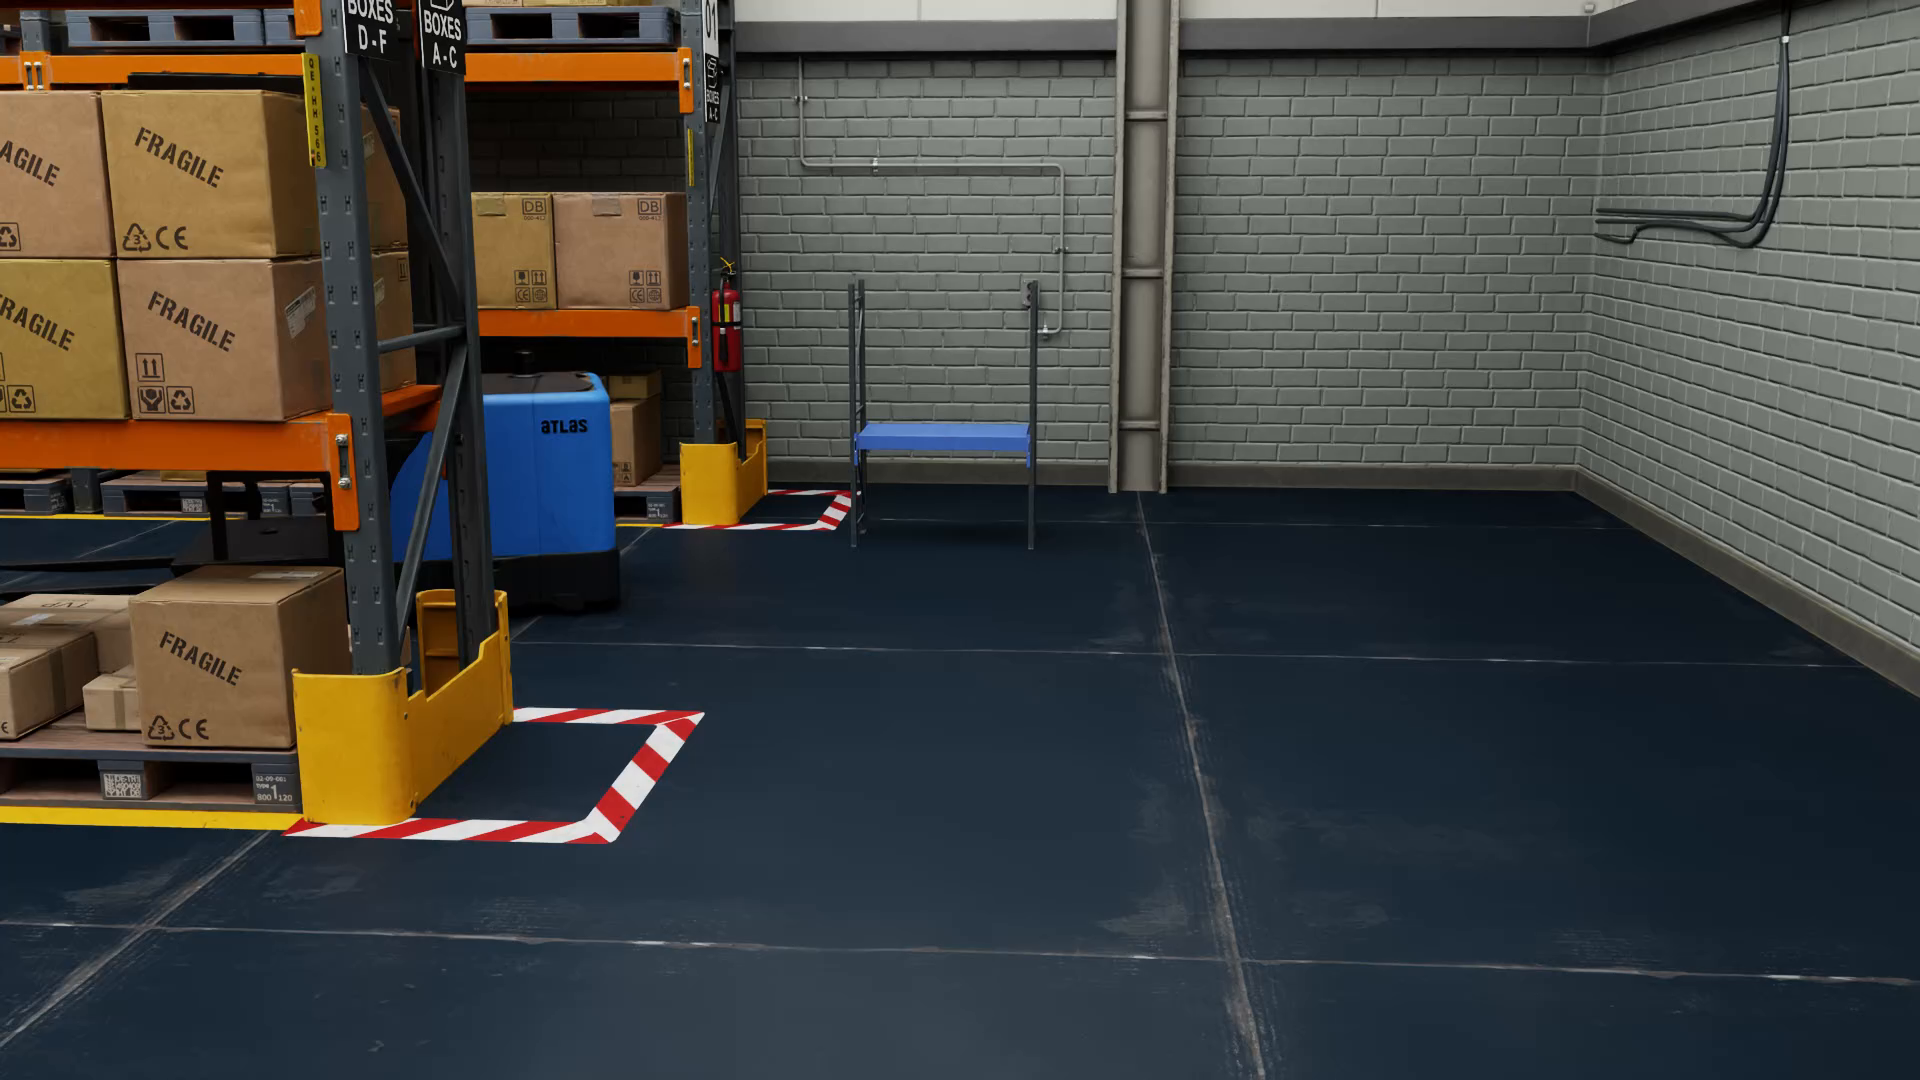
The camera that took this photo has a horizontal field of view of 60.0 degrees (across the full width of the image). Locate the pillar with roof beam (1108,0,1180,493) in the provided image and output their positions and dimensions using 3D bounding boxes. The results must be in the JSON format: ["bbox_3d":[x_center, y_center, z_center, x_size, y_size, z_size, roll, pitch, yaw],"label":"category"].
[{"bbox_3d":[0.932,-3.875,6.316,0.400,9.000,9.100,1,12,4],"label":"pillar with roof beam"}]

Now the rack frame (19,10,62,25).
[{"bbox_3d":[-5.524,-4.670,10.114,0.127,3.000,1.000,1,12,4],"label":"rack frame"}]

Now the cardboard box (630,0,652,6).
[{"bbox_3d":[-2.245,-3.388,10.409,0.500,0.250,0.500,1,12,7],"label":"cardboard box"}]

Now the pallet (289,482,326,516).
[{"bbox_3d":[-3.550,-0.326,10.810,1.213,0.211,1.003,1,12,4],"label":"pallet"}]

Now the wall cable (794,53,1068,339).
[{"bbox_3d":[-0.192,-2.352,11.202,1.851,1.984,0.084,1,12,4],"label":"wall cable"}]

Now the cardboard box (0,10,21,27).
[{"bbox_3d":[-6.394,-3.500,10.530,0.500,0.500,0.700,0,12,1],"label":"cardboard box"}]

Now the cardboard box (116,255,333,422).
[{"bbox_3d":[-2.325,-0.666,5.381,0.500,0.500,0.500,1,12,5],"label":"cardboard box"}]

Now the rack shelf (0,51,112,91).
[{"bbox_3d":[-7.519,-2.877,10.625,4.000,0.370,1.077,1,12,4],"label":"rack shelf"}]

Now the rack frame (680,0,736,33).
[{"bbox_3d":[-1.533,-4.615,9.852,0.127,3.000,1.000,1,12,4],"label":"rack frame"}]

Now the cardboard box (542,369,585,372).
[{"bbox_3d":[-2.605,-1.013,10.780,0.250,0.149,0.380,1,12,4],"label":"cardboard box"}]

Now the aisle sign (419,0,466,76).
[{"bbox_3d":[-1.772,-1.998,5.644,0.004,0.787,0.394,1,12,4],"label":"aisle sign"}]

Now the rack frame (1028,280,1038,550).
[{"bbox_3d":[0.422,-0.728,9.587,0.032,1.500,0.500,1,12,4],"label":"rack frame"}]

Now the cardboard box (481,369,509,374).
[{"bbox_3d":[-3.109,-1.020,10.813,0.250,0.149,0.380,1,12,5],"label":"cardboard box"}]

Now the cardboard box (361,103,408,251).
[{"bbox_3d":[-2.285,-1.265,5.802,0.500,0.500,0.500,1,12,5],"label":"cardboard box"}]

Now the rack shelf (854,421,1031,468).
[{"bbox_3d":[-0.085,-0.559,9.657,1.000,0.185,0.538,1,12,4],"label":"rack shelf"}]

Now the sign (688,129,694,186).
[{"bbox_3d":[-1.583,-2.251,9.795,0.005,0.325,0.100,1,12,4],"label":"sign"}]

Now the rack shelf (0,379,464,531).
[{"bbox_3d":[-3.855,-0.342,5.833,4.000,0.370,1.077,1,12,4],"label":"rack shelf"}]

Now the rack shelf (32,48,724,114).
[{"bbox_3d":[-3.528,-2.822,10.364,4.000,0.370,1.077,1,12,4],"label":"rack shelf"}]

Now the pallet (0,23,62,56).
[{"bbox_3d":[-6.442,-3.110,10.452,1.217,0.209,0.805,0,12,1],"label":"pallet"}]

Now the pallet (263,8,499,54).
[{"bbox_3d":[-3.494,-3.128,10.284,1.213,0.211,1.003,1,12,4],"label":"pallet"}]

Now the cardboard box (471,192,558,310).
[{"bbox_3d":[-2.769,-1.838,10.496,0.700,0.700,0.980,1,12,3],"label":"cardboard box"}]

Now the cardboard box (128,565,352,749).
[{"bbox_3d":[-2.419,0.385,5.634,0.500,0.500,0.500,1,12,4],"label":"cardboard box"}]

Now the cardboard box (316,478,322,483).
[{"bbox_3d":[-3.771,-0.669,10.720,0.500,0.500,0.700,1,12,5],"label":"cardboard box"}]

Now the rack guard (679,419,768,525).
[{"bbox_3d":[-1.509,-0.455,10.721,0.348,0.500,1.175,1,12,4],"label":"rack guard"}]

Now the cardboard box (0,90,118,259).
[{"bbox_3d":[-2.826,-1.162,5.308,0.500,0.500,0.500,1,12,5],"label":"cardboard box"}]

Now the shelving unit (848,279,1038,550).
[{"bbox_3d":[-0.085,-0.735,9.620,1.048,1.500,0.538,1,12,4],"label":"shelving unit"}]

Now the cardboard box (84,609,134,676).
[{"bbox_3d":[-2.882,0.392,6.210,0.500,0.250,0.500,1,12,4],"label":"cardboard box"}]

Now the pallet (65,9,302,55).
[{"bbox_3d":[-4.708,-3.145,10.366,1.213,0.211,1.003,1,12,4],"label":"pallet"}]

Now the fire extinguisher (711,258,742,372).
[{"bbox_3d":[-1.413,-1.362,10.052,0.183,0.674,0.296,1,12,4],"label":"fire extinguisher"}]

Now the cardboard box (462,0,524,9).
[{"bbox_3d":[-2.800,-3.291,9.943,0.500,0.250,0.500,0,12,2],"label":"cardboard box"}]

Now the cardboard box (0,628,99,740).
[{"bbox_3d":[-3.365,0.488,5.751,0.500,0.250,0.500,1,12,4],"label":"cardboard box"}]

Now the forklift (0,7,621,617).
[{"bbox_3d":[-3.233,-1.104,7.887,3.031,2.935,1.130,-3,12,-14],"label":"forklift"}]

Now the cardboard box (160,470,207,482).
[{"bbox_3d":[-4.784,-0.684,10.792,0.500,0.500,0.700,1,12,4],"label":"cardboard box"}]
